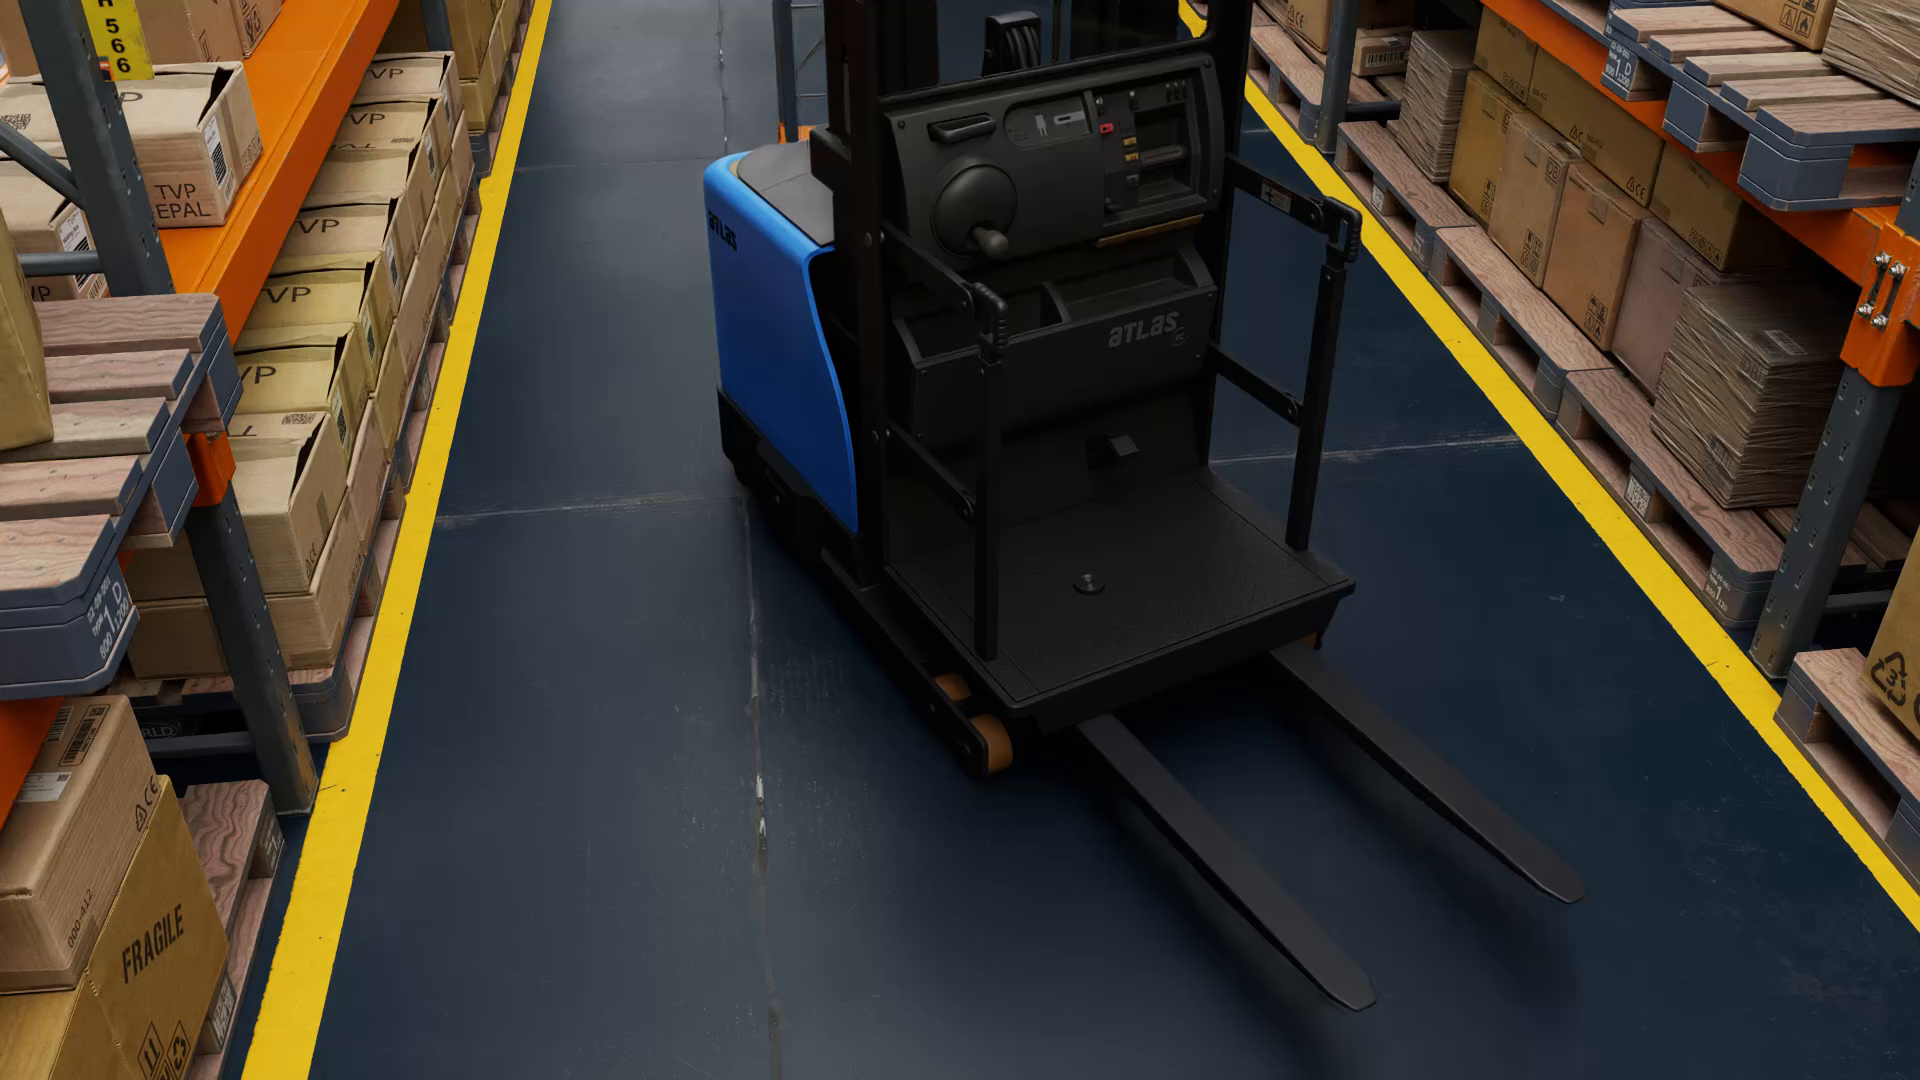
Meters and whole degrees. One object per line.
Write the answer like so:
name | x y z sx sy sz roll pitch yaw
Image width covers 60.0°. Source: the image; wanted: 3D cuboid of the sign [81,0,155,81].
sign | -1.614 -1.027 3.136 0.100 0.325 0.005 -4 35 -6

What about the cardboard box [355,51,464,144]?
cardboard box | -2.350 -1.832 6.845 0.500 0.311 0.500 -4 35 -6

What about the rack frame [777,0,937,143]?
rack frame | -0.325 -1.152 5.608 0.500 1.500 0.032 -4 34 -6

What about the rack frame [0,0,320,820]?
rack frame | -2.151 -0.535 3.372 1.000 3.000 0.127 -4 35 -6

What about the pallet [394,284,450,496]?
pallet | -2.383 -0.525 5.832 1.003 0.211 1.213 -4 35 -6

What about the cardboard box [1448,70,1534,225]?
cardboard box | 2.454 -1.599 6.762 0.700 0.500 0.500 -5 35 -7

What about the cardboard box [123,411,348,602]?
cardboard box | -1.930 -0.119 4.331 0.500 0.311 0.500 -3 34 -5

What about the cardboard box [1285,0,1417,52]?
cardboard box | 2.040 -2.870 8.626 0.500 0.500 0.500 -7 35 -10

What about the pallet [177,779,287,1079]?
pallet | -2.088 1.037 3.541 1.003 0.211 1.213 -4 35 -6

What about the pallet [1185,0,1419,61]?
pallet | 1.927 -3.047 9.533 1.003 0.211 1.213 -4 35 -6

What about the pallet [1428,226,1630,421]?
pallet | 2.493 -0.876 6.347 1.003 0.211 1.213 -4 35 -6

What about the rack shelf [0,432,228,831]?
rack shelf | -1.882 0.878 1.937 1.077 0.370 4.000 -4 35 -6

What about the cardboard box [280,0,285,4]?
cardboard box | -2.531 -2.085 5.557 0.500 0.500 0.500 -2 34 -3

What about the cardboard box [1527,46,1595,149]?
cardboard box | 2.471 -1.658 6.183 0.500 0.250 0.500 -5 35 -8

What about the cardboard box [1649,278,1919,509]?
cardboard box | 2.609 -0.459 5.089 0.700 0.500 0.500 -4 34 -6

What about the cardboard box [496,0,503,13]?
cardboard box | -2.575 -2.955 8.325 0.500 0.500 0.500 -4 35 -6

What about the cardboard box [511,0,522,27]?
cardboard box | -2.648 -2.924 8.945 0.500 0.250 0.500 -4 35 -6

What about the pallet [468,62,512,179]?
pallet | -2.754 -2.062 8.088 1.003 0.211 1.213 -4 35 -6

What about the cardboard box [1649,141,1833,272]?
cardboard box | 2.595 -1.092 5.352 0.500 0.250 0.500 -4 34 -5

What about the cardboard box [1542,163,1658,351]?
cardboard box | 2.560 -1.030 5.928 0.700 0.500 0.500 -5 35 -7

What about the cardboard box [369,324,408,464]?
cardboard box | -2.074 -0.457 5.326 0.500 0.250 0.500 -5 35 -8

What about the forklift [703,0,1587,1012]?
forklift | 0.365 -0.890 3.953 1.130 2.935 3.031 -18 38 -24

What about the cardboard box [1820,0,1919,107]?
cardboard box | 2.684 -1.397 4.157 0.700 0.500 0.500 -8 35 -12

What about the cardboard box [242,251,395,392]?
cardboard box | -2.075 -0.696 5.178 0.500 0.311 0.500 -5 35 -8

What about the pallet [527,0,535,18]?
pallet | -3.082 -3.424 10.086 1.003 0.211 1.213 -4 35 -6

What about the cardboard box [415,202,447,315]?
cardboard box | -2.210 -1.027 6.163 0.500 0.250 0.500 -4 34 -5

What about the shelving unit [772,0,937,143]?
shelving unit | -0.388 -1.430 6.017 0.587 1.500 1.083 -4 34 -6

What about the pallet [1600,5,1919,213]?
pallet | 2.556 -1.223 4.551 1.213 0.211 1.003 -4 35 -6

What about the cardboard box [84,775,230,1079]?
cardboard box | -1.792 0.820 3.212 0.500 0.500 0.500 -3 34 -5

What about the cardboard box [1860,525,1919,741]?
cardboard box | 2.726 0.223 3.796 0.750 0.750 0.750 -5 35 -7

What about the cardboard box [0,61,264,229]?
cardboard box | -2.079 -1.012 4.151 0.500 0.311 0.500 -5 35 -7

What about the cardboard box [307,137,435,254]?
cardboard box | -2.209 -1.264 6.011 0.500 0.311 0.500 -4 35 -7

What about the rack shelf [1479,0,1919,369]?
rack shelf | 2.489 -1.731 5.766 1.077 0.370 4.000 -4 35 -6

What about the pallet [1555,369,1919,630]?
pallet | 2.654 -0.196 5.351 1.003 0.211 1.213 -4 35 -6

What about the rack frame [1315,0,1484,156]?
rack frame | 2.220 -3.145 7.201 1.000 3.000 0.127 -4 35 -6

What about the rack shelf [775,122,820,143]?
rack shelf | -0.389 -1.287 6.126 0.538 0.185 1.000 -4 34 -6

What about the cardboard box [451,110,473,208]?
cardboard box | -2.346 -1.595 6.996 0.500 0.250 0.500 -5 35 -7

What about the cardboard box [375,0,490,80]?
cardboard box | -2.441 -2.397 7.506 0.500 0.500 0.500 -4 35 -6

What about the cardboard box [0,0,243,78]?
cardboard box | -2.392 -1.512 4.716 0.500 0.500 0.500 -6 35 -9

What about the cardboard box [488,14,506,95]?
cardboard box | -2.513 -2.366 8.127 0.500 0.250 0.500 -4 35 -6

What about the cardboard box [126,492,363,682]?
cardboard box | -1.930 0.113 4.489 0.500 0.250 0.500 -4 35 -7
